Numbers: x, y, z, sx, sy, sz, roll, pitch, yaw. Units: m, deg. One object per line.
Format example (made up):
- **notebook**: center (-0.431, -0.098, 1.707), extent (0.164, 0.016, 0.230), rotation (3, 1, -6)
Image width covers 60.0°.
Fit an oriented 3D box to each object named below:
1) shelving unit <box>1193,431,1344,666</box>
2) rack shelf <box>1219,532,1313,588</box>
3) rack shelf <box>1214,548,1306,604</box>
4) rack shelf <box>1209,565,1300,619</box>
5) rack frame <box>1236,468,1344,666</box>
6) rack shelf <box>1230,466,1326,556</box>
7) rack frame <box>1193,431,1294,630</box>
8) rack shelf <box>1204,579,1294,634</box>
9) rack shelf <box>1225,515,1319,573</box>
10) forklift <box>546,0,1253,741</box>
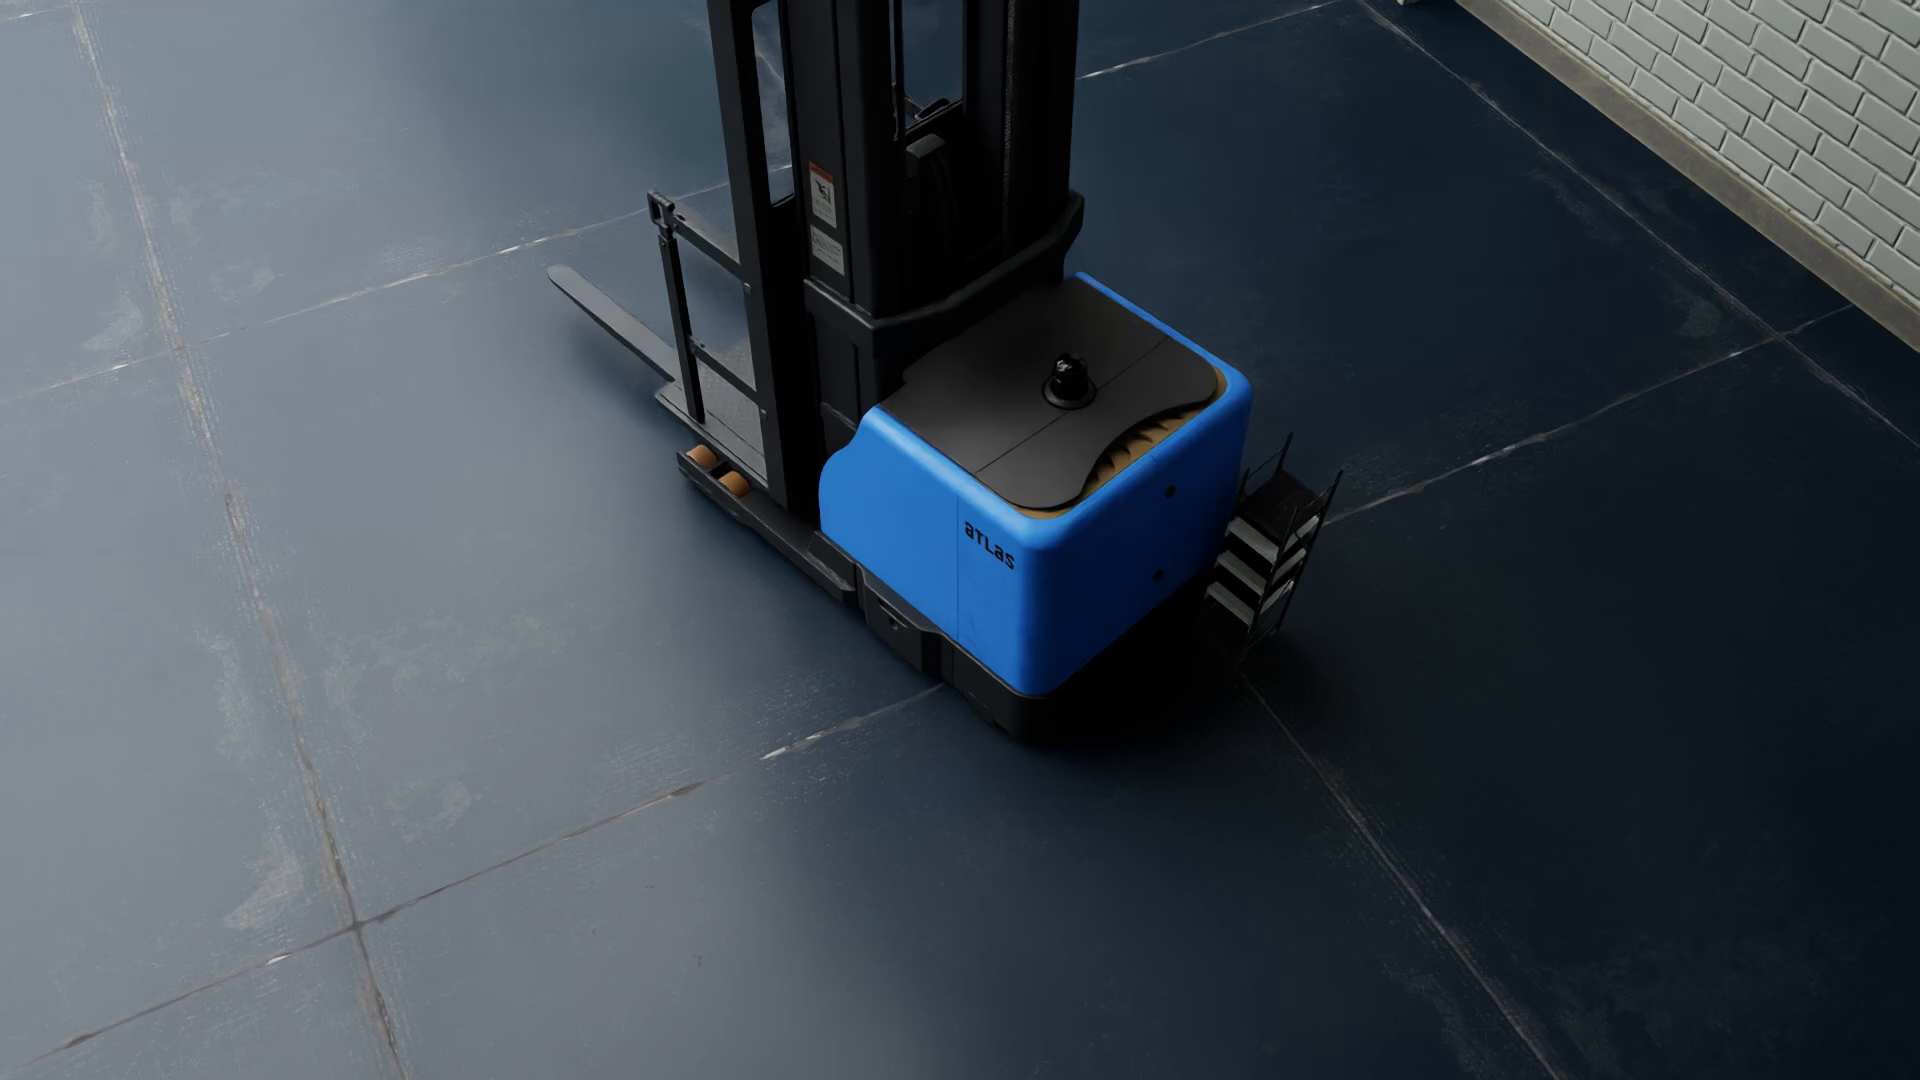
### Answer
- **shelving unit**: center (1.023, 0.047, 5.600), extent (0.258, 0.900, 0.210), rotation (-37, 64, -28)
- **rack shelf**: center (1.027, 0.013, 5.554), extent (0.258, 0.077, 0.200), rotation (-37, 64, -28)
- **rack shelf**: center (1.021, 0.067, 5.626), extent (0.258, 0.077, 0.200), rotation (-37, 64, -28)
- **rack shelf**: center (1.014, 0.121, 5.698), extent (0.258, 0.077, 0.200), rotation (-37, 64, -28)
- **rack frame**: center (1.094, 0.108, 5.560), extent (0.240, 0.900, 0.006), rotation (-37, 64, -28)
- **rack shelf**: center (1.040, -0.095, 5.411), extent (0.258, 0.077, 0.200), rotation (-37, 64, -28)
- **rack frame**: center (0.952, -0.014, 5.639), extent (0.240, 0.900, 0.006), rotation (-37, 64, -28)
- **rack shelf**: center (1.008, 0.175, 5.770), extent (0.258, 0.077, 0.200), rotation (-37, 64, -28)
- **rack shelf**: center (1.034, -0.041, 5.483), extent (0.258, 0.077, 0.200), rotation (-37, 64, -28)
- **forklift**: center (-0.437, -1.304, 5.443), extent (1.130, 2.935, 3.031), rotation (-36, 58, -27)
